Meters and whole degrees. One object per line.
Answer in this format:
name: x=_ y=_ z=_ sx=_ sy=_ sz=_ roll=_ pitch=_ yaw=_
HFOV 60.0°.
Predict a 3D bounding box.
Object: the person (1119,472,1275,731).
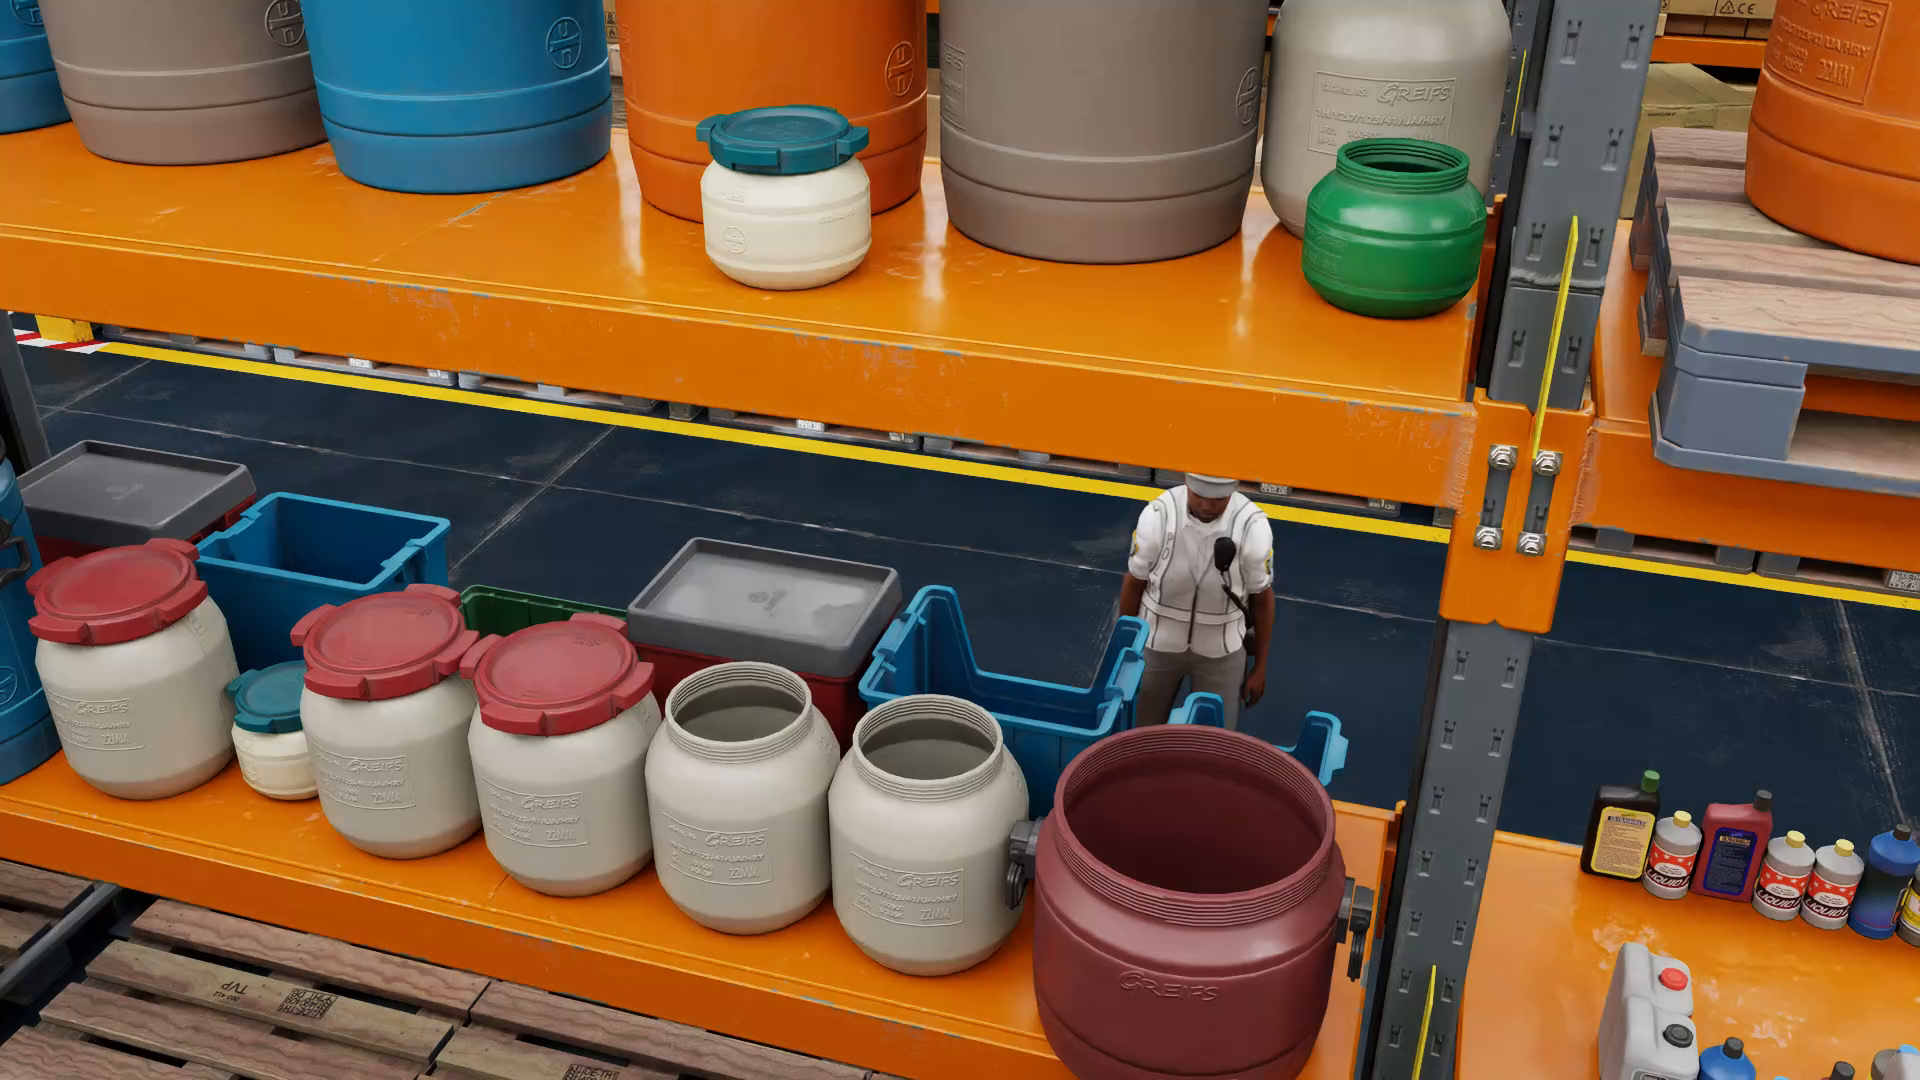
person: x=0.739 y=0.392 z=5.430 sx=0.531 sy=1.661 sz=0.426 roll=7 pitch=30 yaw=12
